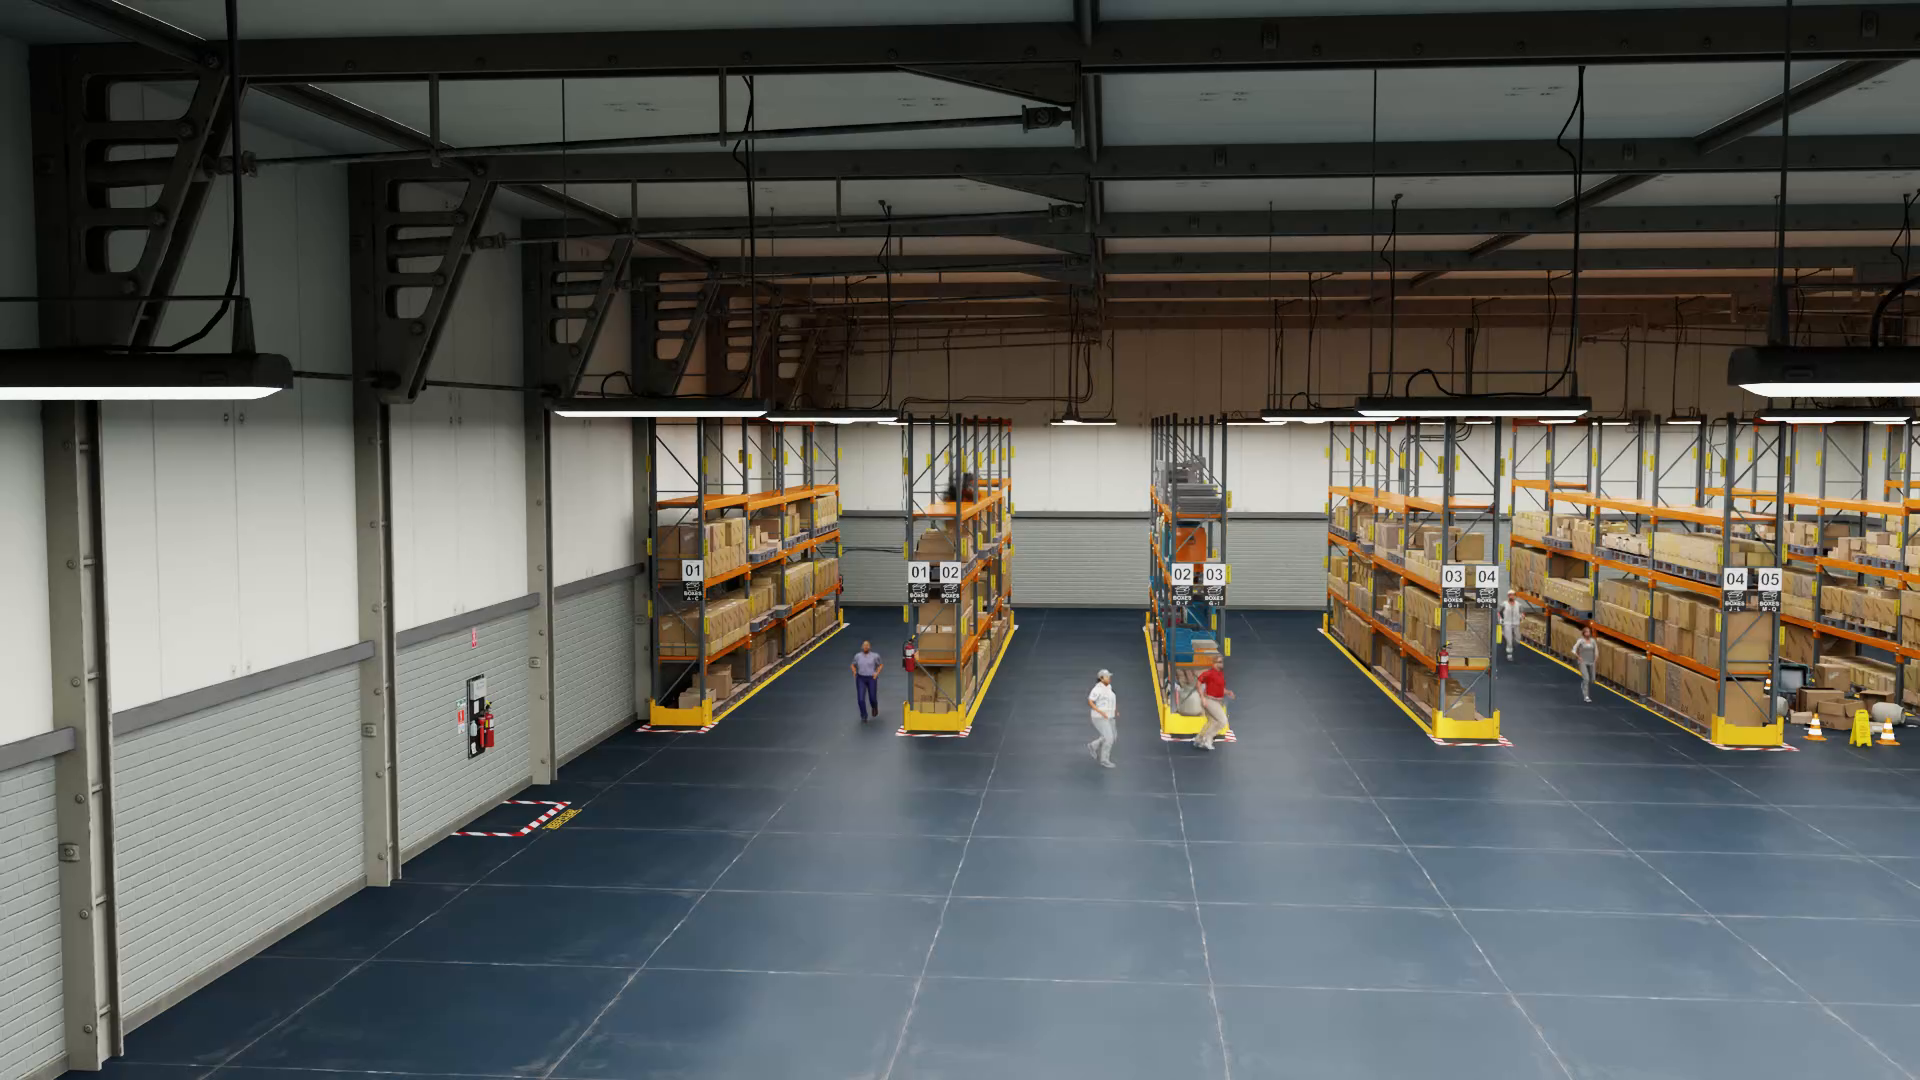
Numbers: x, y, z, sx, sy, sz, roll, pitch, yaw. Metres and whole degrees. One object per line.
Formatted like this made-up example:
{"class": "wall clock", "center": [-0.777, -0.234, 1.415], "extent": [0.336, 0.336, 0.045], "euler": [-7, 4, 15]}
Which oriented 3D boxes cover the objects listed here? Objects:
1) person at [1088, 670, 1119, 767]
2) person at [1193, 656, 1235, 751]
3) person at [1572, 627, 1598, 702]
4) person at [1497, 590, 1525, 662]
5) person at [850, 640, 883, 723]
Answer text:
{"class": "person", "center": [2.386, 3.012, 28.222], "extent": [0.586, 1.643, 0.630], "euler": [3, 5, 34]}
{"class": "person", "center": [4.510, 2.898, 29.524], "extent": [0.756, 1.686, 0.583], "euler": [2, 4, 29]}
{"class": "person", "center": [13.133, 2.596, 34.925], "extent": [0.538, 1.549, 0.608], "euler": [0, 4, 1]}
{"class": "person", "center": [13.553, 2.100, 40.938], "extent": [0.687, 1.746, 0.739], "euler": [0, 4, 5]}
{"class": "person", "center": [-1.826, 2.745, 32.413], "extent": [0.634, 1.595, 0.558], "euler": [0, 4, 3]}
